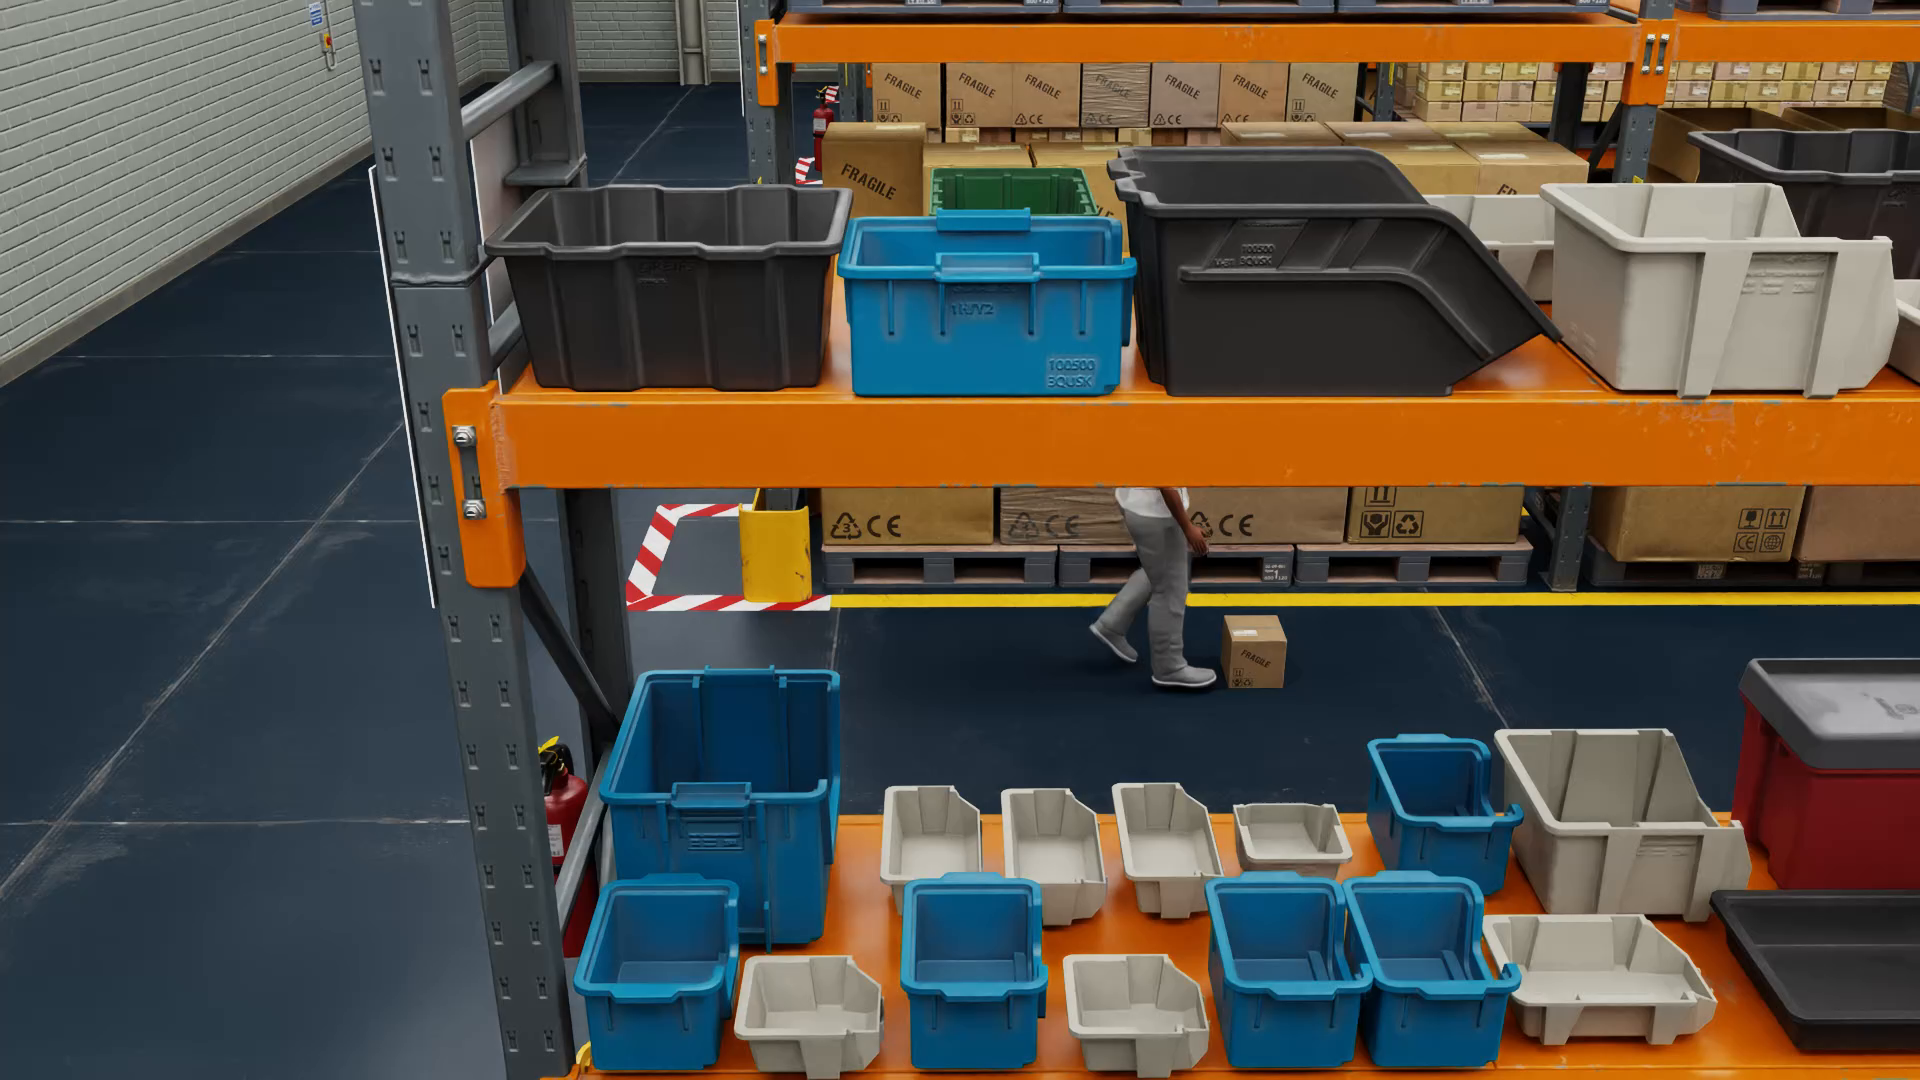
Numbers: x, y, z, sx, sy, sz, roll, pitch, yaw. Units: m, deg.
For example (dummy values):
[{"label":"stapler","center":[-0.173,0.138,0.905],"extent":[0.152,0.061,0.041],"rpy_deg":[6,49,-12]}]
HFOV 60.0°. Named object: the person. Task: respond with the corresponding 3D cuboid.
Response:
[{"label":"person","center":[0.890,-0.134,7.331],"extent":[0.557,1.677,0.468],"rpy_deg":[-2,24,-5]}]
